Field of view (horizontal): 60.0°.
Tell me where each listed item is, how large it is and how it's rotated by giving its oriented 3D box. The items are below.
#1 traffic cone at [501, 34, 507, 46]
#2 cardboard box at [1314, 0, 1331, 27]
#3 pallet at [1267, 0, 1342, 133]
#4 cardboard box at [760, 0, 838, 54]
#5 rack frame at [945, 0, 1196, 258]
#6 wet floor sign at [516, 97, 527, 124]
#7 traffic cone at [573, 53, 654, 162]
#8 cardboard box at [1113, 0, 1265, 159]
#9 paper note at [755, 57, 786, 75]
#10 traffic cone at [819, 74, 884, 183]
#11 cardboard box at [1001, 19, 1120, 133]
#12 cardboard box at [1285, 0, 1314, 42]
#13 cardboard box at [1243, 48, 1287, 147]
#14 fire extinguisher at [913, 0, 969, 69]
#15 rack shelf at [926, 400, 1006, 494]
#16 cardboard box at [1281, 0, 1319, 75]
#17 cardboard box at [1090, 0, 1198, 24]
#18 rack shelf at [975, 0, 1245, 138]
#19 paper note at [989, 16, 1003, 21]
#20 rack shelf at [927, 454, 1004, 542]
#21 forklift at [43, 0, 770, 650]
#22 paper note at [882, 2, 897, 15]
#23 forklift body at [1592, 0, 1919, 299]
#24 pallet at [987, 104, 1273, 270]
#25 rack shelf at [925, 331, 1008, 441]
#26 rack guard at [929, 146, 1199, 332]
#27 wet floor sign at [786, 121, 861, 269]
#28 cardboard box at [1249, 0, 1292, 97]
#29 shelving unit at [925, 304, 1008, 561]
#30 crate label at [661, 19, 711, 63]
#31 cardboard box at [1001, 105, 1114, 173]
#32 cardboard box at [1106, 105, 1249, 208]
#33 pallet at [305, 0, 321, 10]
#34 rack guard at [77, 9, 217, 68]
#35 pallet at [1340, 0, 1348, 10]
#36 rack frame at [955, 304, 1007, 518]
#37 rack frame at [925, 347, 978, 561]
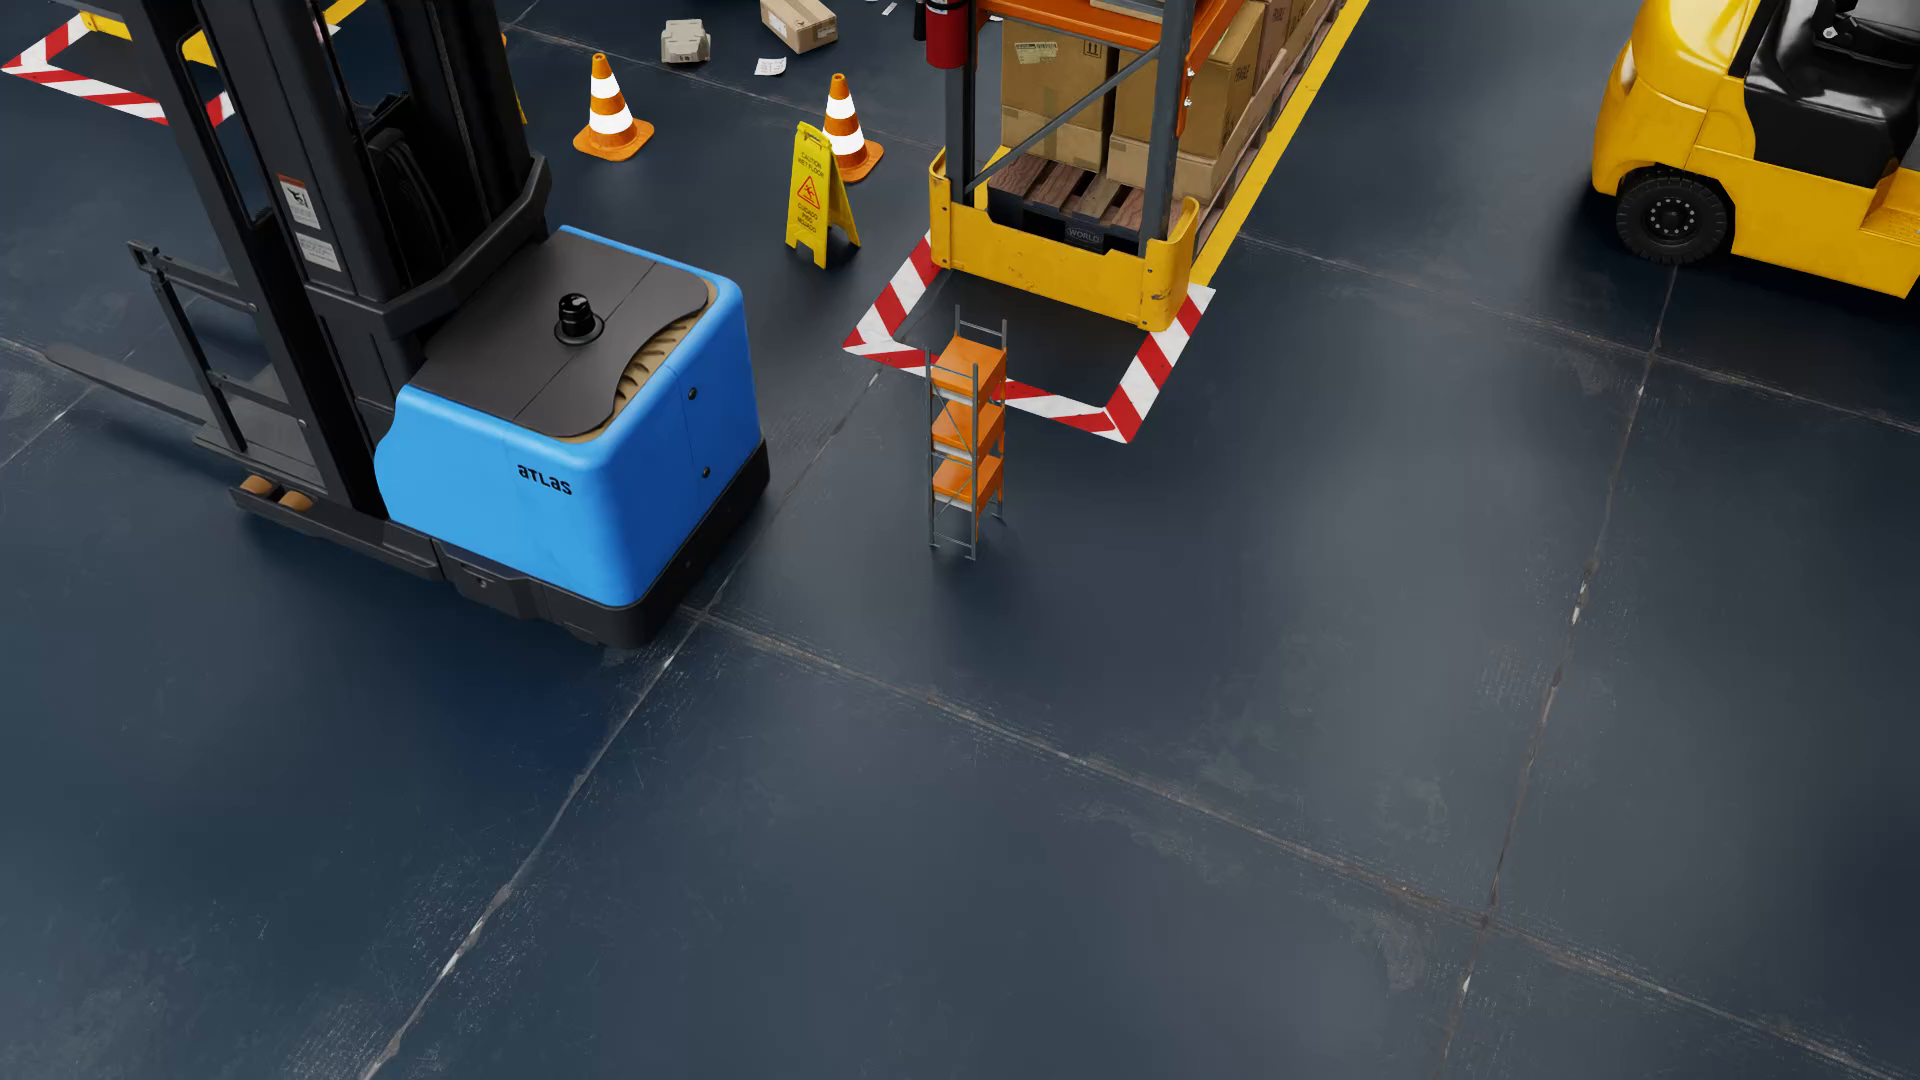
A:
[{"bbox_3d":[-2.595,-2.751,8.603,0.336,0.463,0.334,20,52,16],"label":"traffic cone"},{"bbox_3d":[1.672,-2.915,8.606,0.500,0.250,0.500,21,53,17],"label":"cardboard box"},{"bbox_3d":[1.347,-2.663,8.692,1.003,0.211,1.213,20,52,16],"label":"pallet"},{"bbox_3d":[-0.854,-2.764,8.820,0.250,0.149,0.380,-28,55,-22],"label":"cardboard box"},{"bbox_3d":[0.413,-2.129,6.407,1.000,3.000,0.127,20,52,16],"label":"rack frame"},{"bbox_3d":[-2.328,-2.243,8.050,0.267,0.644,0.232,12,51,10],"label":"wet floor sign"},{"bbox_3d":[-1.719,-2.150,8.090,0.336,0.463,0.334,20,52,16],"label":"traffic cone"},{"bbox_3d":[1.017,-2.099,7.419,0.500,0.500,0.500,18,52,15],"label":"cardboard box"},{"bbox_3d":[-0.983,-2.465,8.643,0.148,0.019,0.142,4,50,3],"label":"paper note"},{"bbox_3d":[-0.570,-2.023,7.982,0.336,0.463,0.334,20,52,16],"label":"traffic cone"},{"bbox_3d":[0.519,-2.253,7.550,0.500,0.500,0.500,20,53,16],"label":"cardboard box"},{"bbox_3d":[1.458,-2.803,8.018,0.500,0.500,0.500,21,53,17],"label":"cardboard box"},{"bbox_3d":[1.232,-2.188,7.987,0.500,0.250,0.500,22,53,17],"label":"cardboard box"},{"bbox_3d":[-0.053,-2.175,6.497,0.296,0.674,0.183,20,52,16],"label":"fire extinguisher"},{"bbox_3d":[0.023,-0.370,6.205,0.215,0.259,0.240,20,52,16],"label":"rack shelf"},{"bbox_3d":[1.454,-2.568,8.311,0.500,0.250,0.500,23,53,18],"label":"cardboard box"},{"bbox_3d":[0.745,-2.214,6.644,0.380,0.149,0.250,20,52,16],"label":"cardboard box"},{"bbox_3d":[1.267,-3.273,7.853,1.077,0.370,4.000,20,52,16],"label":"rack shelf"},{"bbox_3d":[0.203,-2.852,8.971,0.142,0.019,0.148,4,50,3],"label":"paper note"},{"bbox_3d":[0.023,-0.190,6.416,0.215,0.259,0.240,20,52,16],"label":"rack shelf"},{"bbox_3d":[-2.321,-1.326,5.769,3.031,2.935,1.130,20,52,16],"label":"forklift"},{"bbox_3d":[-0.380,-2.877,9.007,0.032,0.001,0.123,20,52,16],"label":"paper note"},{"bbox_3d":[4.063,-2.141,6.974,2.313,2.155,1.214,20,52,16],"label":"forklift body"},{"bbox_3d":[0.824,-1.826,7.980,1.003,0.211,1.213,20,52,16],"label":"pallet"},{"bbox_3d":[0.023,-0.554,5.989,0.215,0.259,0.240,20,52,16],"label":"rack shelf"},{"bbox_3d":[0.445,-1.371,7.404,1.175,0.500,0.348,20,52,16],"label":"rack guard"},{"bbox_3d":[-0.636,-1.583,7.489,0.232,0.644,0.267,-37,59,-27],"label":"wet floor sign"},{"bbox_3d":[1.236,-2.460,7.726,0.500,0.500,0.500,18,52,15],"label":"cardboard box"},{"bbox_3d":[0.023,-0.377,6.197,0.215,1.050,0.252,20,52,16],"label":"shelving unit"},{"bbox_3d":[-1.439,-2.606,8.692,0.250,0.136,0.298,-4,50,-3],"label":"crate label"},{"bbox_3d":[0.525,-2.035,7.857,0.500,0.250,0.500,20,52,16],"label":"cardboard box"},{"bbox_3d":[1.007,-1.839,7.690,0.500,0.250,0.500,19,52,16],"label":"cardboard box"},{"bbox_3d":[-3.835,-3.342,9.271,1.003,0.211,1.213,20,52,16],"label":"pallet"},{"bbox_3d":[-4.116,-2.843,8.656,1.175,0.500,0.348,20,52,16],"label":"rack guard"},{"bbox_3d":[1.867,-3.506,9.410,1.003,0.211,1.213,20,52,16],"label":"pallet"},{"bbox_3d":[0.075,-0.461,6.268,0.200,1.050,0.008,20,52,16],"label":"rack frame"},{"bbox_3d":[-0.029,-0.293,6.125,0.200,1.050,0.008,20,52,16],"label":"rack frame"}]
